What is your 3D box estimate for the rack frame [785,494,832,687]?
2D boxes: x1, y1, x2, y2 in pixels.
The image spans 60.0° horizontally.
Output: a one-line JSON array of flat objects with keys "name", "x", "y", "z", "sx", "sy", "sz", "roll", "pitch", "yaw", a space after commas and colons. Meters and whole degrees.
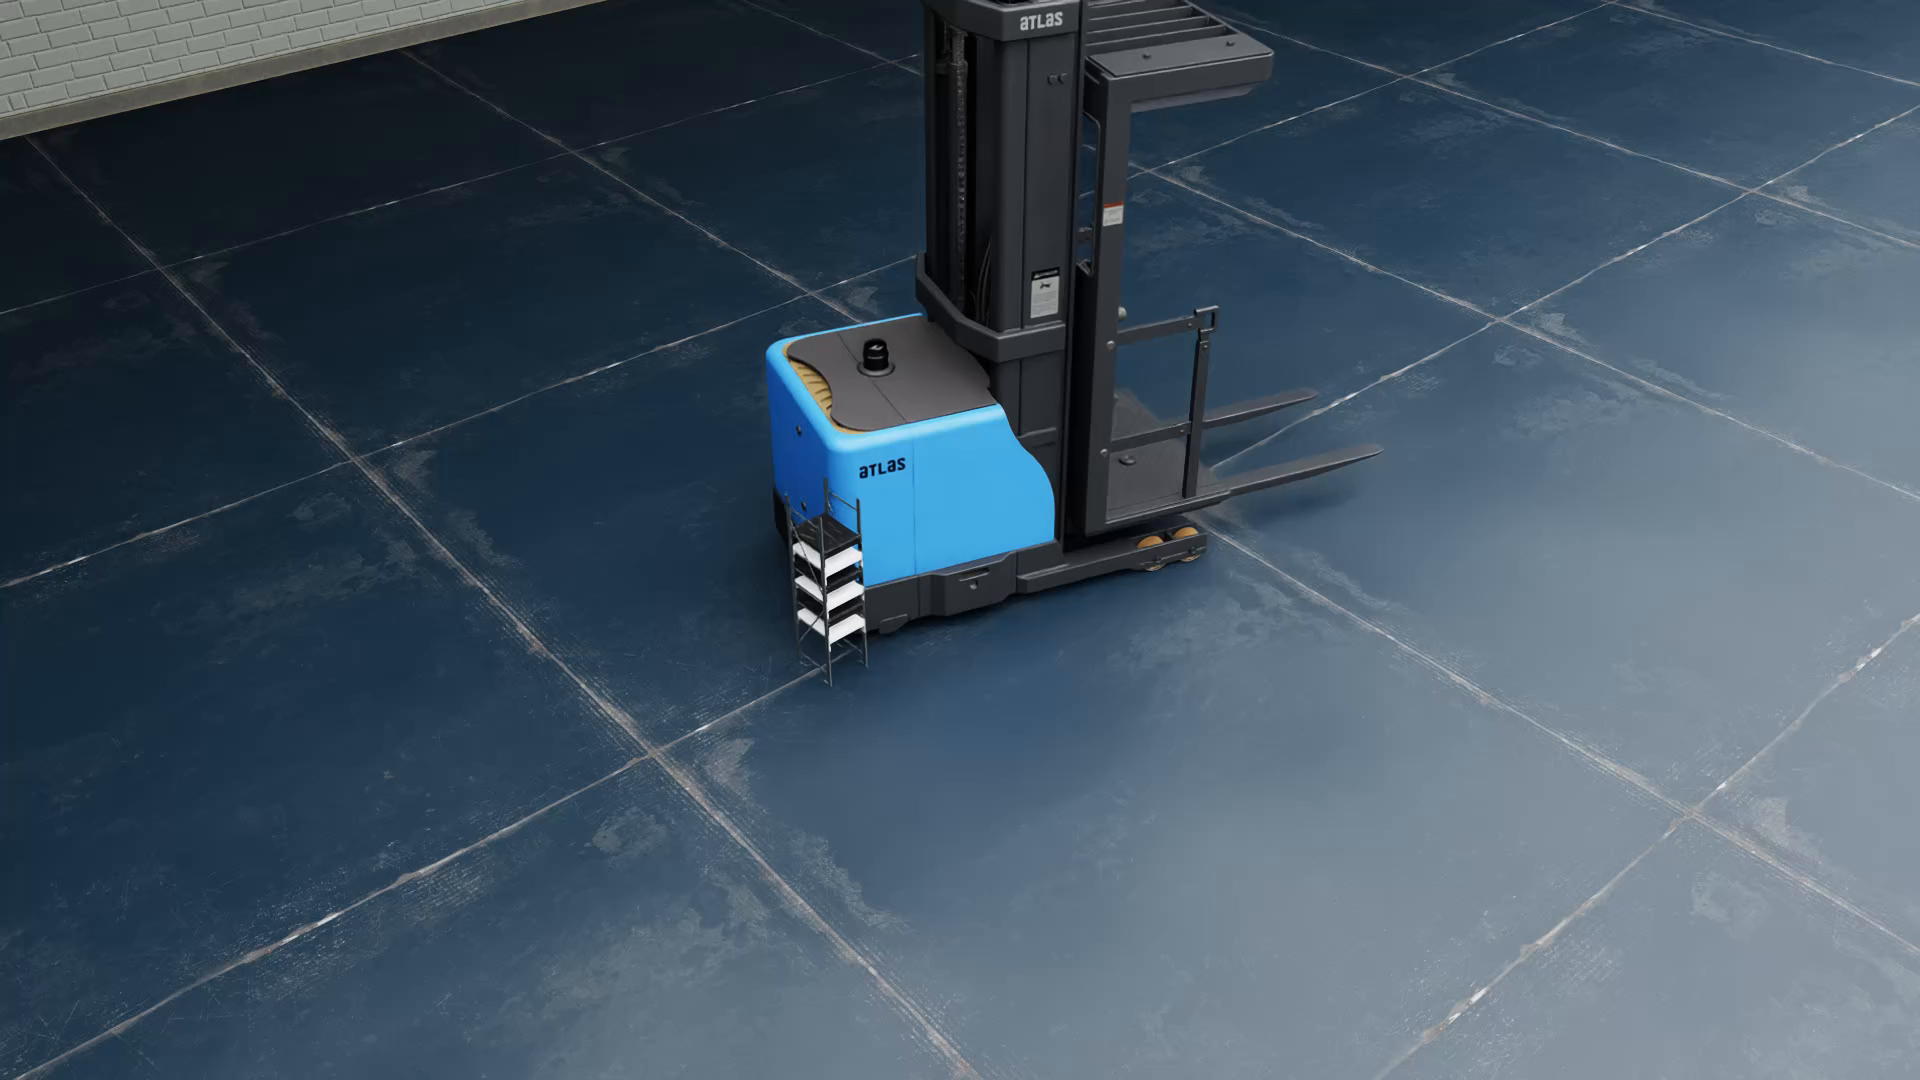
[{"name": "rack frame", "x": -0.649, "y": 0.228, "z": 7.149, "sx": 0.006, "sy": 0.900, "sz": 0.240, "roll": -28, "pitch": 44, "yaw": -33}]

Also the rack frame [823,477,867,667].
[{"name": "rack frame", "x": -0.499, "y": 0.149, "z": 7.261, "sx": 0.006, "sy": 0.900, "sz": 0.240, "roll": -28, "pitch": 44, "yaw": -33}]

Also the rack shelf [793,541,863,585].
[{"name": "rack shelf", "x": -0.574, "y": 0.069, "z": 7.120, "sx": 0.200, "sy": 0.077, "sz": 0.258, "roll": -28, "pitch": 44, "yaw": -33}]

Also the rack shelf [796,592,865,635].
[{"name": "rack shelf", "x": -0.574, "y": 0.289, "z": 7.276, "sx": 0.200, "sy": 0.077, "sz": 0.258, "roll": -28, "pitch": 44, "yaw": -33}]

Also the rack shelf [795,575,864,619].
[{"name": "rack shelf", "x": -0.574, "y": 0.216, "z": 7.224, "sx": 0.200, "sy": 0.077, "sz": 0.258, "roll": -28, "pitch": 44, "yaw": -33}]

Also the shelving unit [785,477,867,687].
[{"name": "shelving unit", "x": -0.574, "y": 0.188, "z": 7.205, "sx": 0.210, "sy": 0.900, "sz": 0.258, "roll": -28, "pitch": 44, "yaw": -33}]

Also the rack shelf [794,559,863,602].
[{"name": "rack shelf", "x": -0.574, "y": 0.142, "z": 7.172, "sx": 0.200, "sy": 0.077, "sz": 0.258, "roll": -28, "pitch": 44, "yaw": -33}]

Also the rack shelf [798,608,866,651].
[{"name": "rack shelf", "x": -0.574, "y": 0.362, "z": 7.329, "sx": 0.200, "sy": 0.077, "sz": 0.258, "roll": -28, "pitch": 44, "yaw": -33}]

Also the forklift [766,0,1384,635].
[{"name": "forklift", "x": 0.653, "y": -1.314, "z": 7.570, "sx": 3.031, "sy": 2.935, "sz": 1.130, "roll": -14, "pitch": 38, "yaw": -19}]

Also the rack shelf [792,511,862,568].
[{"name": "rack shelf", "x": -0.574, "y": -0.005, "z": 7.068, "sx": 0.200, "sy": 0.077, "sz": 0.258, "roll": -28, "pitch": 44, "yaw": -33}]
